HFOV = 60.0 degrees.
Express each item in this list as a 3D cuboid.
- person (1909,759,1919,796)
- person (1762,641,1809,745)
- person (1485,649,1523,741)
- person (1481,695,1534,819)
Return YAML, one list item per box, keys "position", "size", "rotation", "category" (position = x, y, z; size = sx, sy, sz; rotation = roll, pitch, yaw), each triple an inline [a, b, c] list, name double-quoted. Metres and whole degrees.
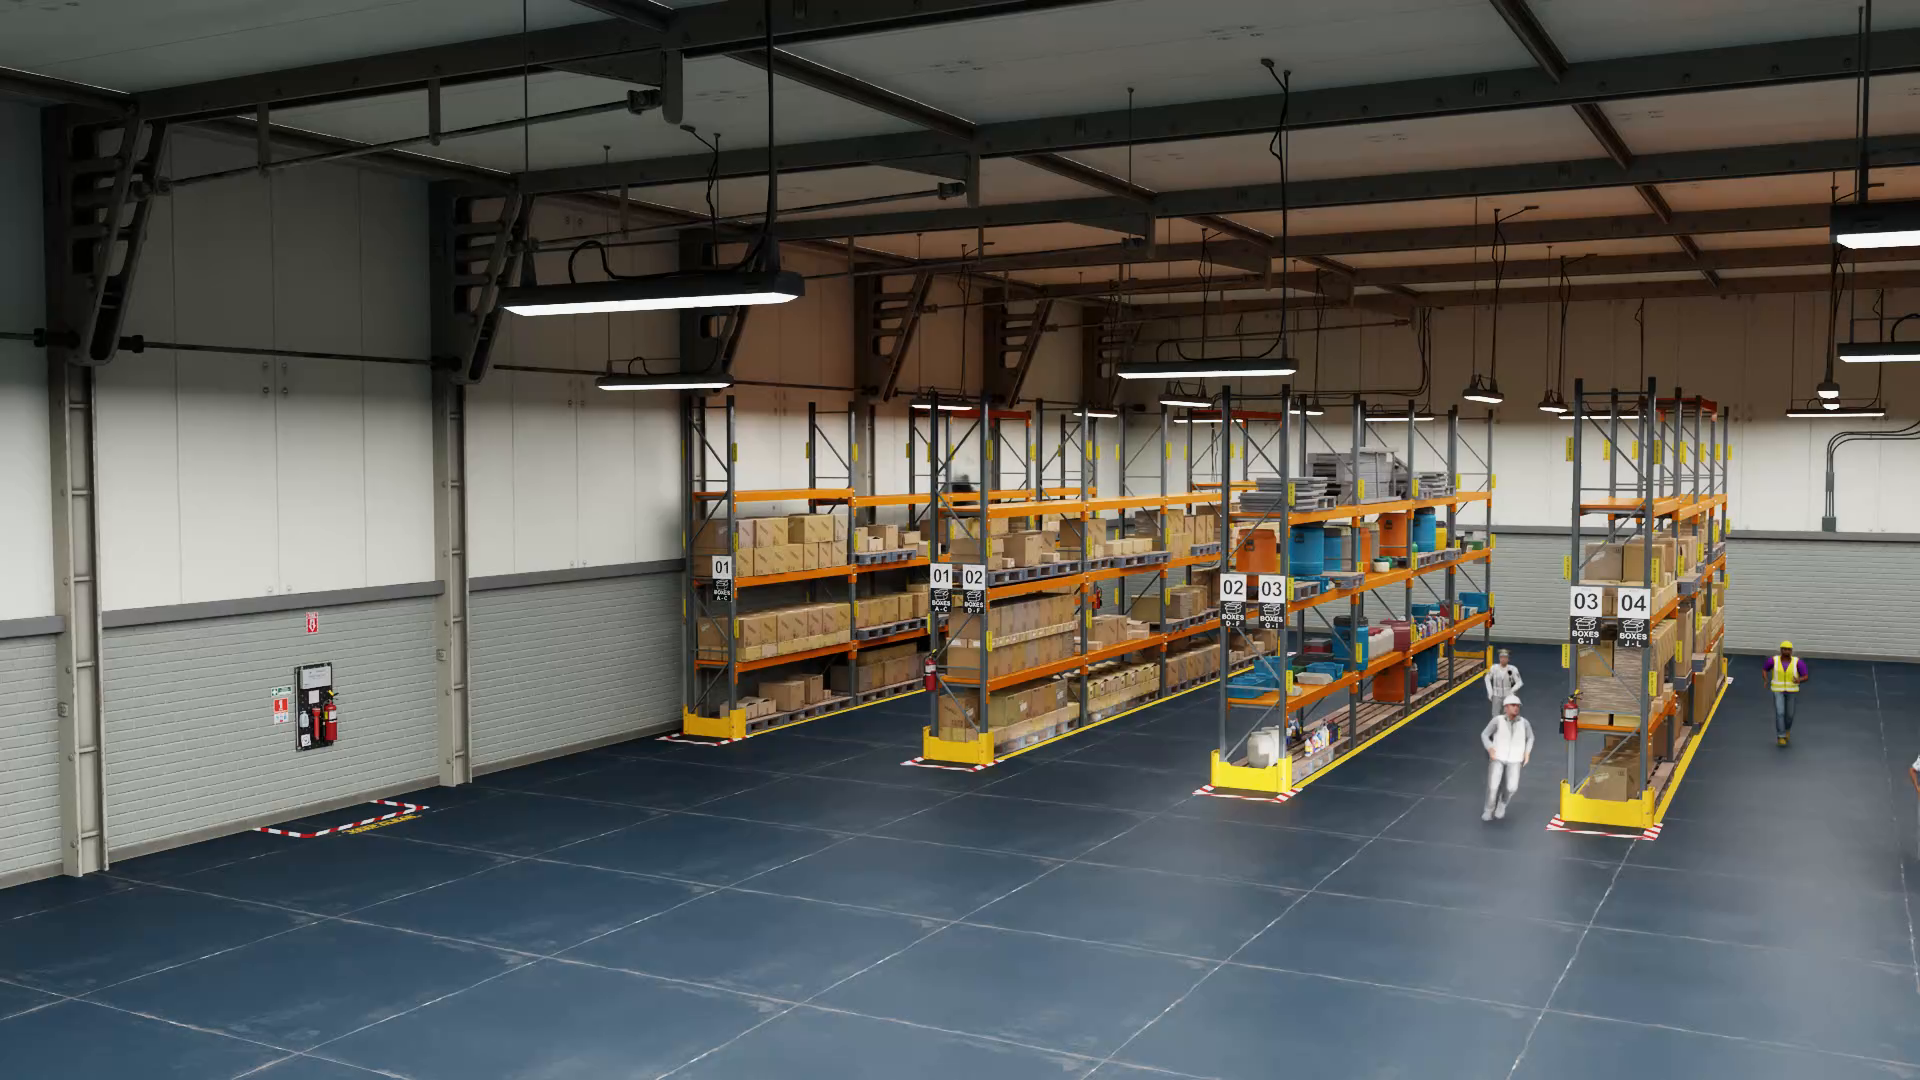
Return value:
- position: [11.612, 3.137, 19.668]
  size: [0.579, 1.724, 0.779]
  rotation: [0, 3, 8]
  category: "person"
- position: [14.144, 2.603, 28.503]
  size: [0.716, 1.751, 0.872]
  rotation: [1, 3, 22]
  category: "person"
- position: [9.239, 2.678, 28.274]
  size: [0.623, 1.662, 0.560]
  rotation: [1, 3, 19]
  category: "person"
- position: [7.420, 2.955, 22.499]
  size: [0.713, 1.712, 0.557]
  rotation: [1, 3, 12]
  category: "person"
